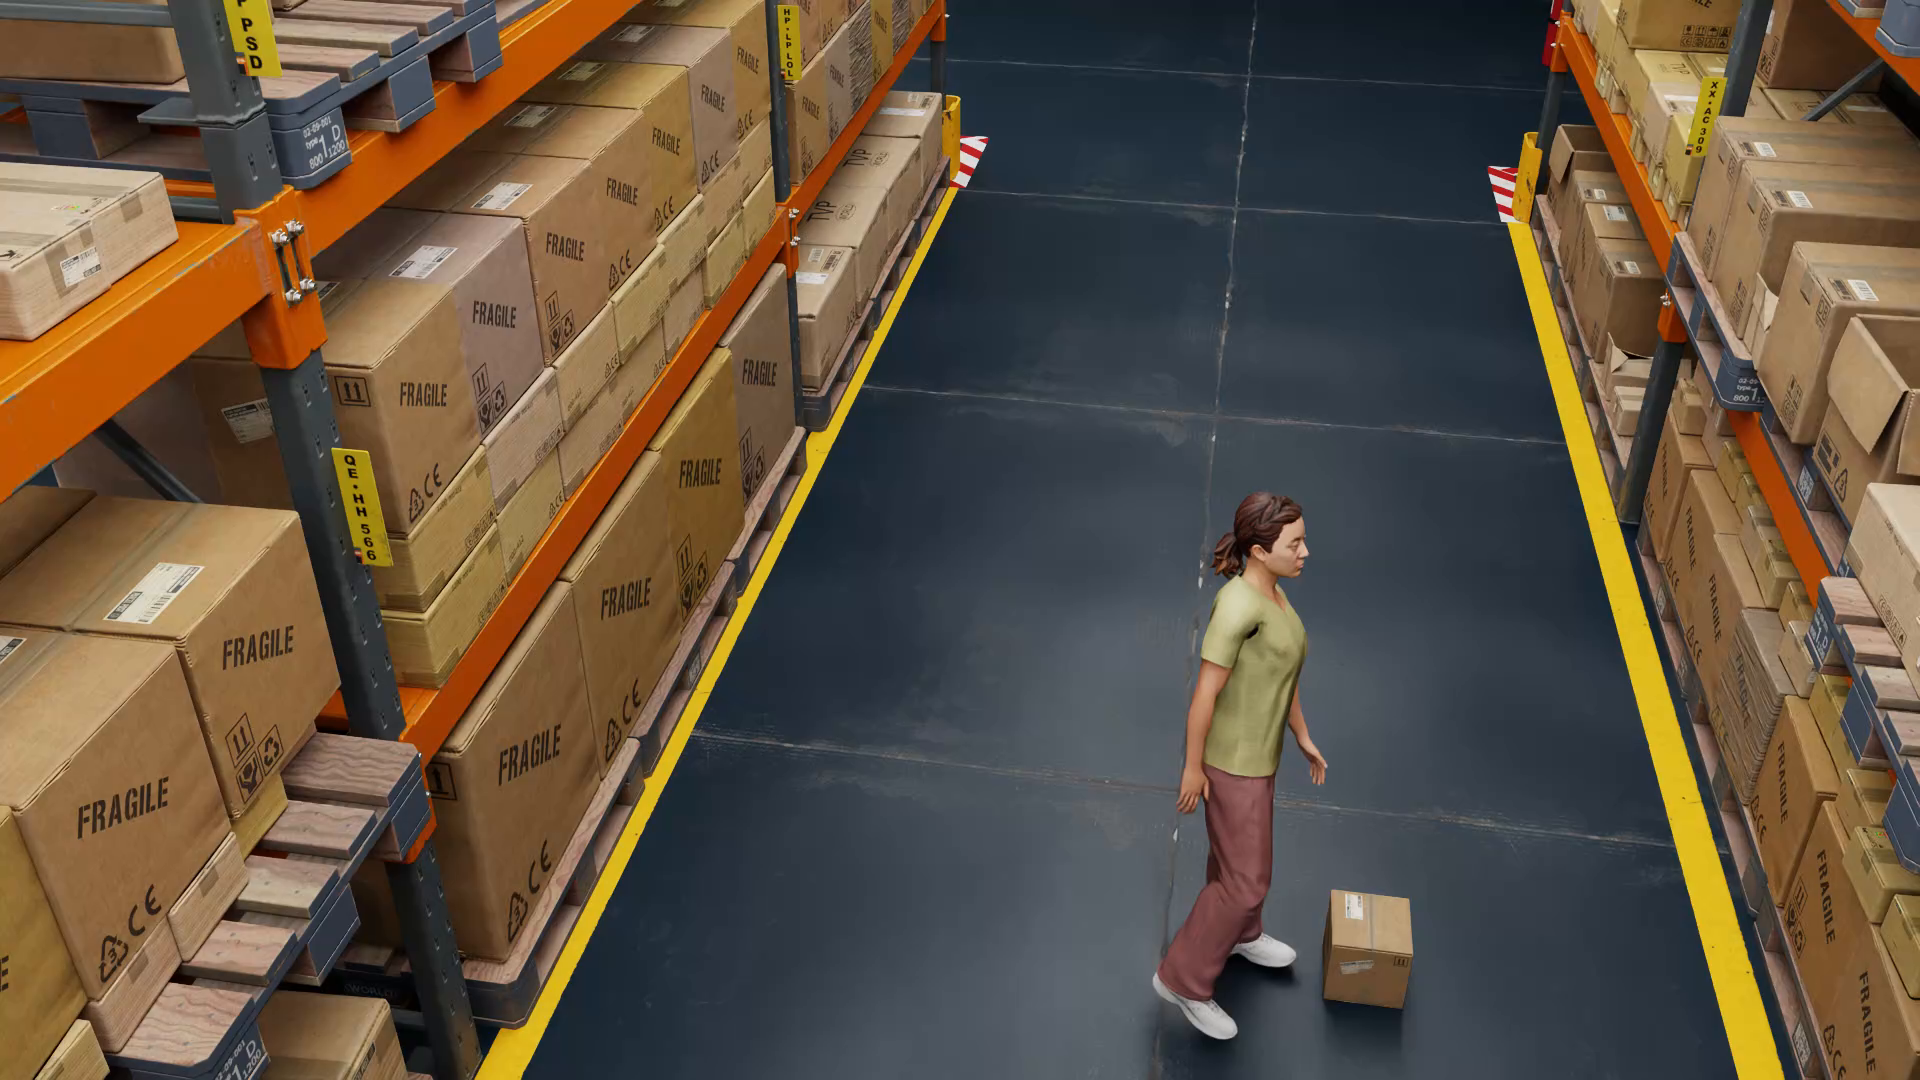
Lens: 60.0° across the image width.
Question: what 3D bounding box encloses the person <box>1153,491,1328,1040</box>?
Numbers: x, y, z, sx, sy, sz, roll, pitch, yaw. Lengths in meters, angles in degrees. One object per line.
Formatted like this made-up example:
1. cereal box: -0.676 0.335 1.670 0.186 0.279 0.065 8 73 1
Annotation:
1. person: 0.880 0.709 5.021 0.442 1.663 0.728 8 33 12
